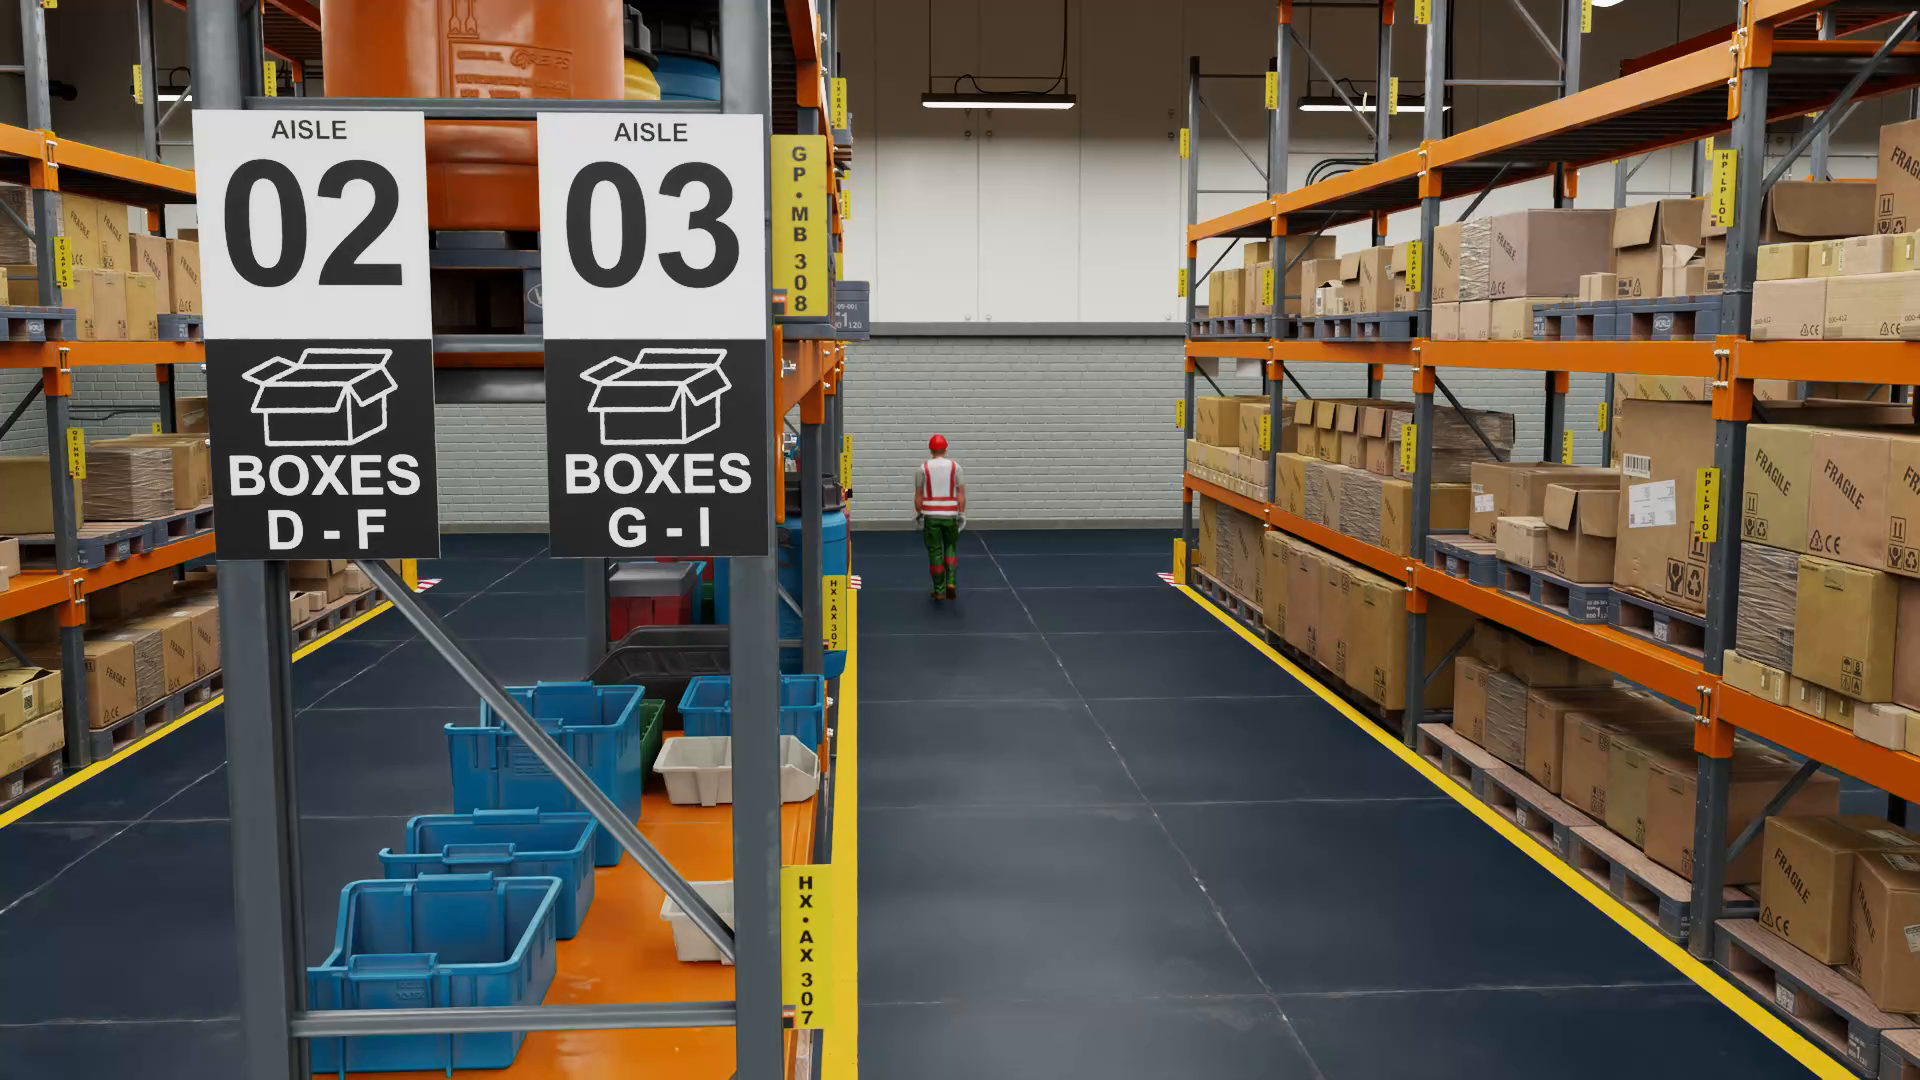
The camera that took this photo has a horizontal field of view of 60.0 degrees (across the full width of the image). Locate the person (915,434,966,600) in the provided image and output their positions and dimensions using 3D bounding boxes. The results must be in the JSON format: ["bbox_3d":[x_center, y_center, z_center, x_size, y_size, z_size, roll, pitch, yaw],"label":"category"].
[{"bbox_3d":[-0.225,-0.234,18.103,0.543,1.838,0.511,-1,7,-10],"label":"person"}]
